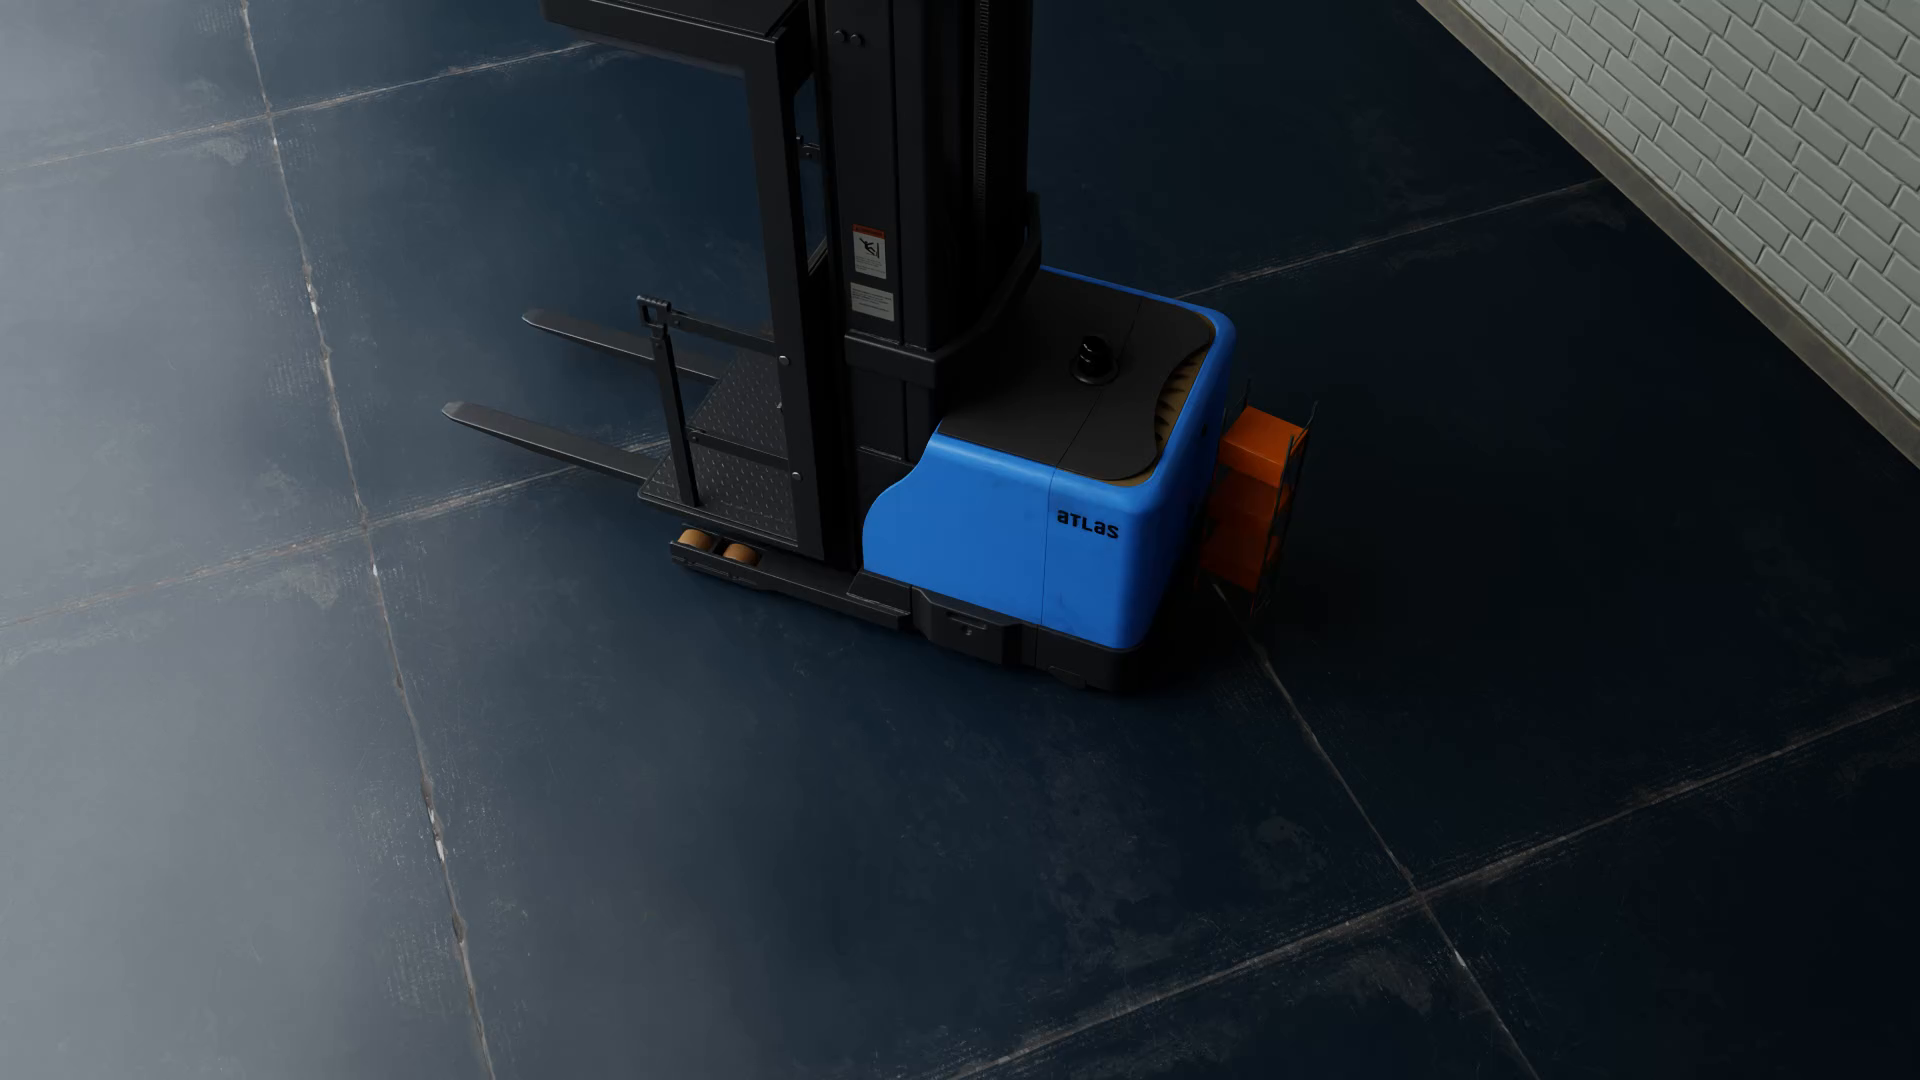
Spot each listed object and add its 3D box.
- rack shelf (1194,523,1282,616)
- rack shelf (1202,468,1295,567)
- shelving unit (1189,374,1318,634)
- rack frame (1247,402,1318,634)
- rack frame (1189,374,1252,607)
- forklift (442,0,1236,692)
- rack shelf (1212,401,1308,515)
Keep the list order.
[{"bbox_3d":[1.040,0.085,6.204,0.240,0.259,0.215,26,53,21],"label":"rack shelf"},{"bbox_3d":[1.042,-0.099,5.995,0.240,0.259,0.215,26,53,21],"label":"rack shelf"},{"bbox_3d":[1.042,-0.106,5.987,0.252,1.050,0.215,26,53,21],"label":"shelving unit"},{"bbox_3d":[1.145,-0.056,5.944,0.008,1.050,0.200,26,53,21],"label":"rack frame"},{"bbox_3d":[0.939,-0.156,6.030,0.008,1.050,0.200,26,53,21],"label":"rack frame"},{"bbox_3d":[-0.578,-1.133,5.632,3.031,2.935,1.130,17,51,14],"label":"forklift"},{"bbox_3d":[1.044,-0.287,5.782,0.240,0.259,0.215,26,53,21],"label":"rack shelf"}]
